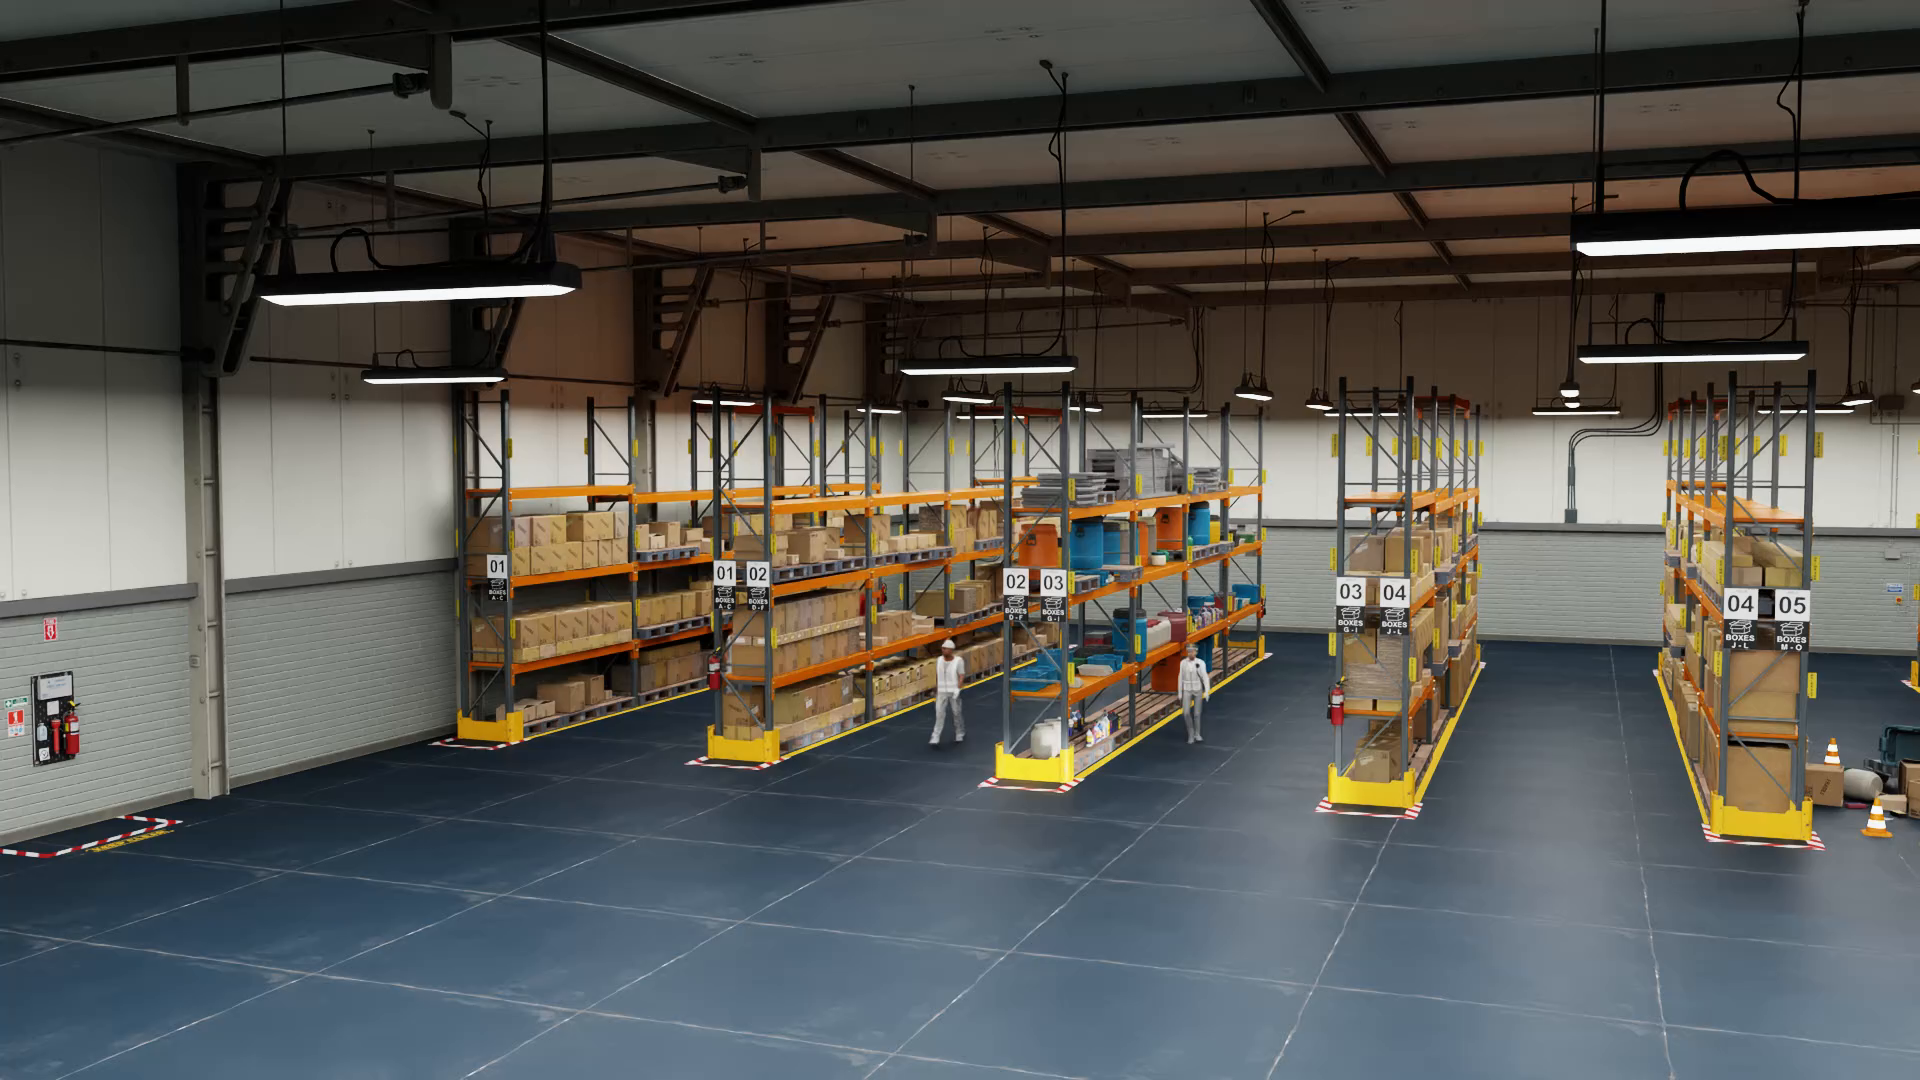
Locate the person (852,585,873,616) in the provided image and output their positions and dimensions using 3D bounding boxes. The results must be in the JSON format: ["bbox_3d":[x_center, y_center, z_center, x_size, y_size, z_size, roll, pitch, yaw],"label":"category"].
[{"bbox_3d":[-2.432,1.878,39.708,0.638,1.648,0.740,2,4,30],"label":"person"}]

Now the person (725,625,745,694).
[{"bbox_3d":[-4.304,2.421,32.008,0.469,1.662,0.762,0,3,-4],"label":"person"}]

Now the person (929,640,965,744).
[{"bbox_3d":[-0.219,2.562,27.970,0.575,1.738,1.025,1,3,22],"label":"person"}]

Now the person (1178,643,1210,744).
[{"bbox_3d":[3.992,2.624,28.356,0.556,1.750,0.474,1,3,14],"label":"person"}]
